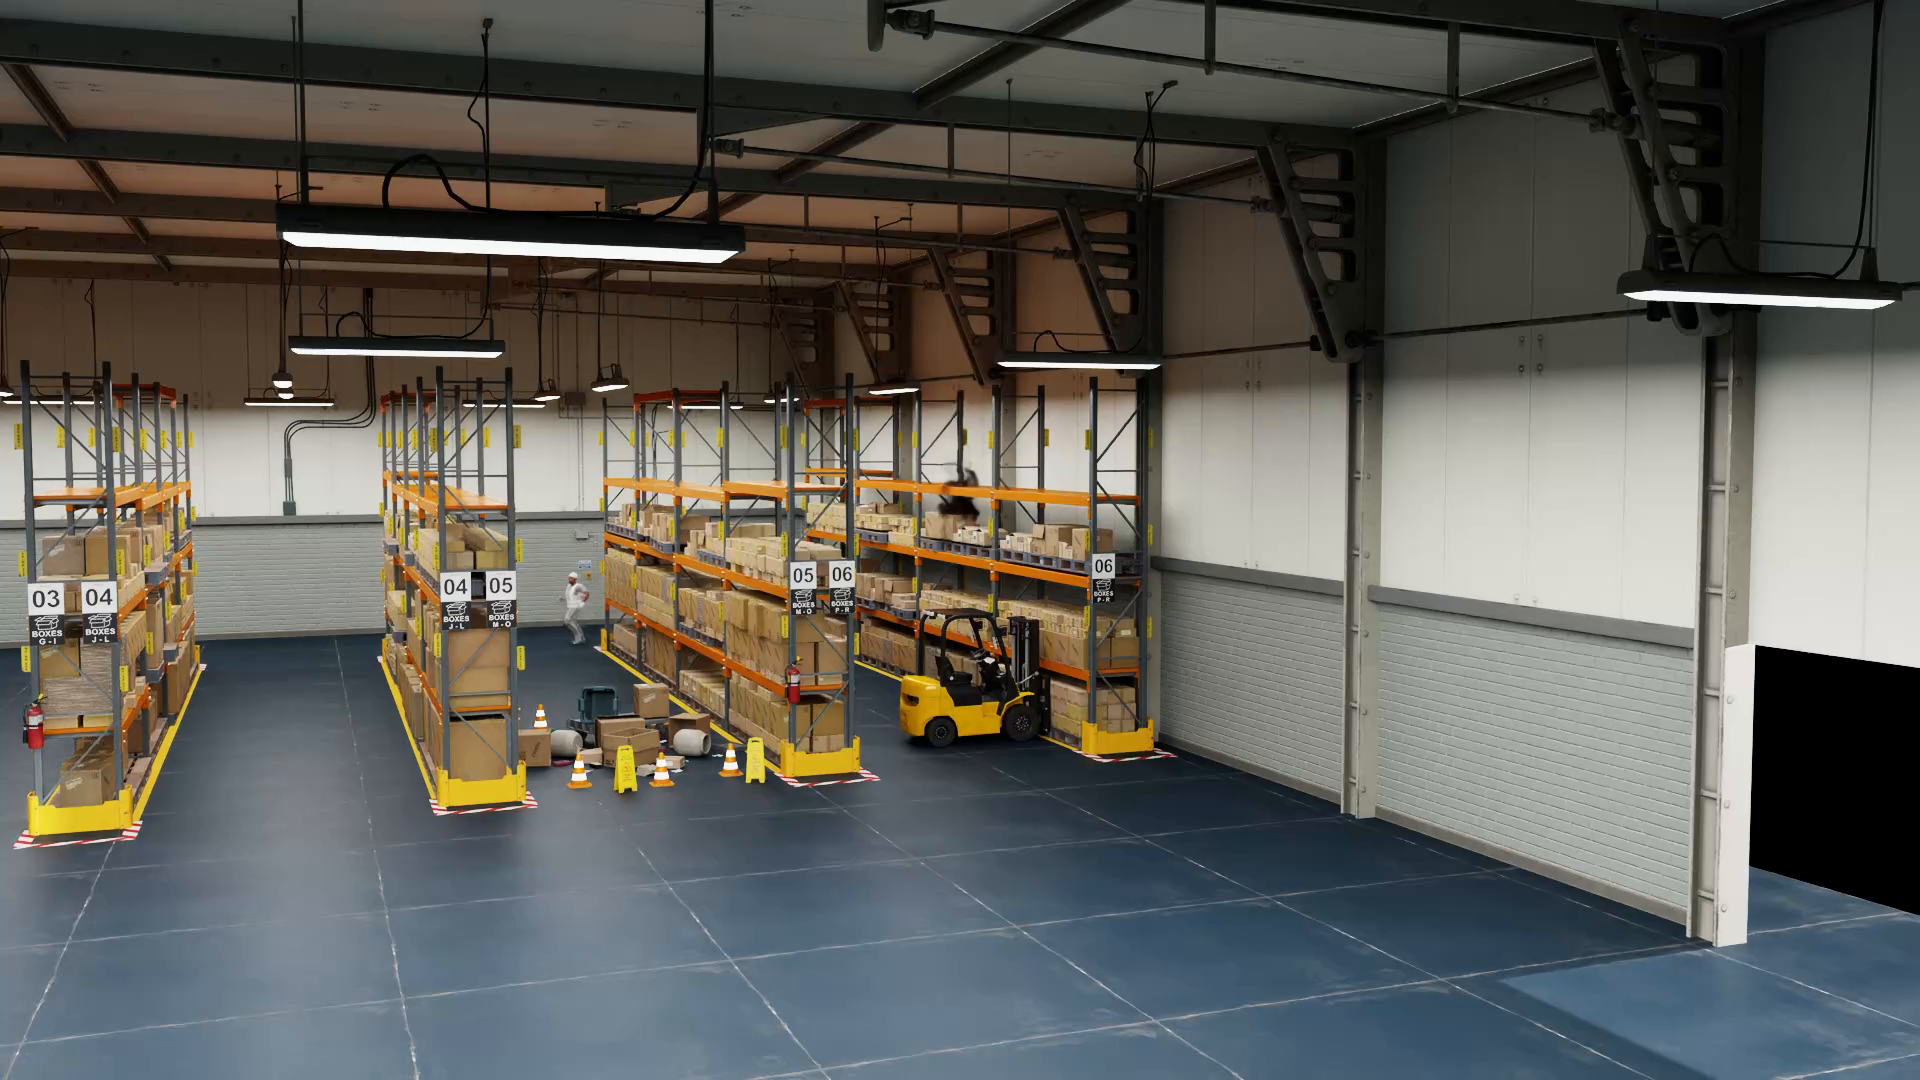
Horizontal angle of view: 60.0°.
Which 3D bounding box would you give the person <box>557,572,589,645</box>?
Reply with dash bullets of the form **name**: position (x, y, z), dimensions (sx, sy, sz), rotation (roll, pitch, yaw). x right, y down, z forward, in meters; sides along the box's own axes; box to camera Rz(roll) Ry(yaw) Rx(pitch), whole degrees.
- **person**: position (-9.506, 1.676, 40.717), dimensions (0.646, 1.772, 0.679), rotation (-2, 4, -34)
